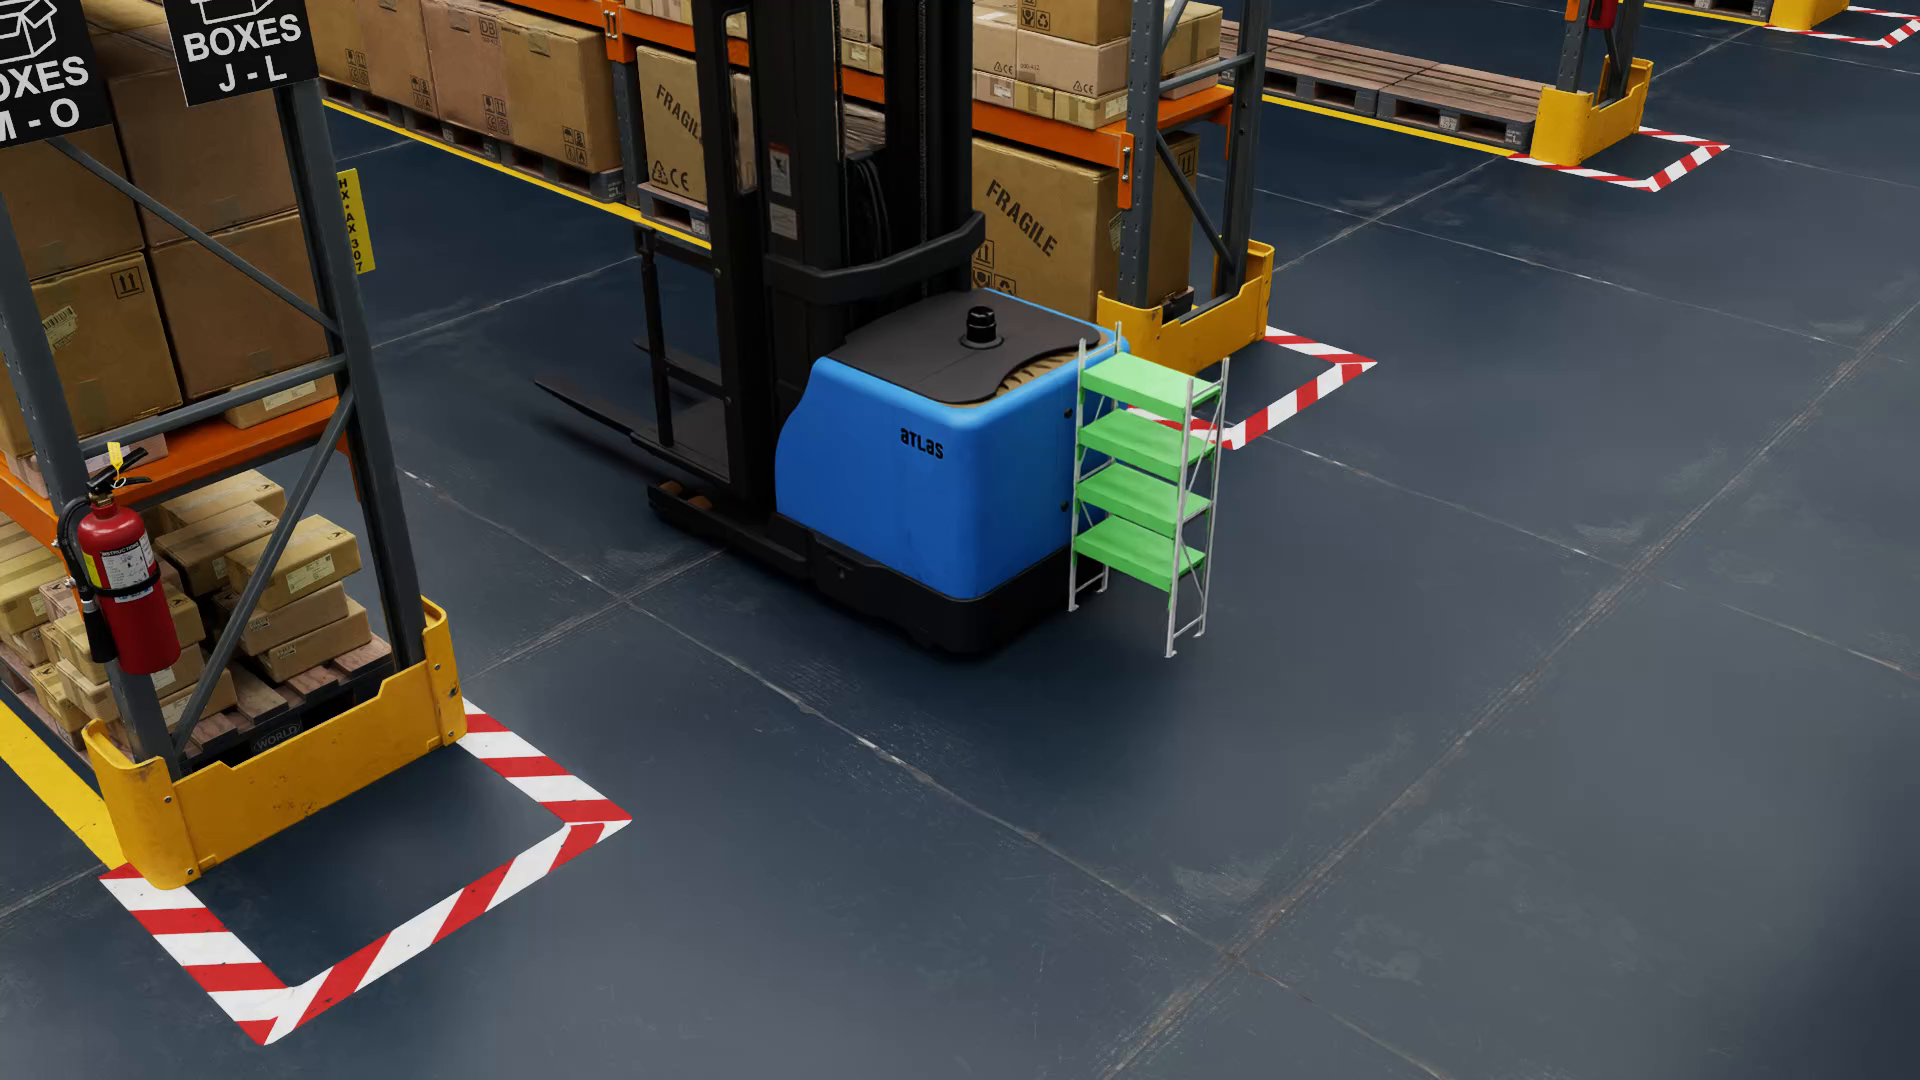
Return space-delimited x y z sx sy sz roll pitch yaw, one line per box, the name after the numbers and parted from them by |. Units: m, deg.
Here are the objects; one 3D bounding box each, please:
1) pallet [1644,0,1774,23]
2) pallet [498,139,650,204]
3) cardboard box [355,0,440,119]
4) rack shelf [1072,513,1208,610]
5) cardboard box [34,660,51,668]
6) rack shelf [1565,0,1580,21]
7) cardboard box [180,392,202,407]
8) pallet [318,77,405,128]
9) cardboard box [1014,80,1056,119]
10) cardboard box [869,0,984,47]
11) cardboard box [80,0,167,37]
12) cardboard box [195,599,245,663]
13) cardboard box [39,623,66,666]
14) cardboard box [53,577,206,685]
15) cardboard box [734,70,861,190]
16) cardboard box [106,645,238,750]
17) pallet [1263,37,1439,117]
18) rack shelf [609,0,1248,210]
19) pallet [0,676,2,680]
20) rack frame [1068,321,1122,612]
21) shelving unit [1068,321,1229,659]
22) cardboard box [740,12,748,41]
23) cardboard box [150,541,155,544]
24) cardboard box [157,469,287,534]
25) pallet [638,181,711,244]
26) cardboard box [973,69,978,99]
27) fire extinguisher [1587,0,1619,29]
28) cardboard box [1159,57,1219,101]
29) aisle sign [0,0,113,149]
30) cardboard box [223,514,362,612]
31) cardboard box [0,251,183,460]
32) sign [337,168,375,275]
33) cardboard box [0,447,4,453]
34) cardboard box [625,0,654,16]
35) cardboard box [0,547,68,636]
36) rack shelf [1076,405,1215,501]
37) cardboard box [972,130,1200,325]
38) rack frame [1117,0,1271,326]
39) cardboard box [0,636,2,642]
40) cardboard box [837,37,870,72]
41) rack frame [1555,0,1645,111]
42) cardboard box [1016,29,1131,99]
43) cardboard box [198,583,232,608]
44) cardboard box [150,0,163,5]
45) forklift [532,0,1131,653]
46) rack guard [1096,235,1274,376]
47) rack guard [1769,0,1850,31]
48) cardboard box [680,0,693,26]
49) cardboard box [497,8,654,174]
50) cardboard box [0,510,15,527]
7.166 -5.152 15.603 1.213 0.211 1.003 25 39 35 | pallet
-2.424 -2.686 11.507 1.213 0.211 1.003 25 39 35 | pallet
-3.614 -3.738 12.204 0.875 0.875 1.225 25 39 35 | cardboard box
0.708 0.077 6.549 0.480 0.148 0.258 25 39 35 | rack shelf
-3.166 0.368 6.087 0.250 0.149 0.380 25 39 35 | cardboard box
3.005 -4.536 12.574 4.000 0.370 1.077 25 39 35 | rack shelf
-2.476 -0.598 5.579 0.250 0.149 0.380 27 40 37 | cardboard box
-4.233 -3.530 12.909 1.213 0.211 1.003 25 39 35 | pallet
0.485 -2.237 8.301 0.250 0.149 0.380 25 39 36 | cardboard box
-0.126 -2.739 8.749 0.500 0.250 0.500 24 38 34 | cardboard box
-2.772 -1.424 5.352 0.500 0.500 0.500 26 40 36 | cardboard box
-2.662 0.282 6.230 0.250 0.149 0.380 25 39 35 | cardboard box
-2.980 0.333 5.857 0.250 0.149 0.380 24 38 34 | cardboard box
-2.802 0.304 5.617 0.250 0.149 0.380 26 39 36 | cardboard box
-0.699 -2.341 9.884 0.875 0.875 0.875 25 39 35 | cardboard box
-2.769 0.543 5.797 0.250 0.149 0.380 26 40 36 | cardboard box
3.002 -3.680 13.158 1.213 0.211 1.003 25 39 35 | pallet
-0.319 -2.642 9.428 4.000 0.370 1.077 25 39 35 | rack shelf
-3.774 0.055 6.953 1.213 0.211 1.003 25 39 35 | pallet
0.527 -0.268 6.532 0.015 1.200 0.240 25 39 35 | rack frame
0.708 -0.184 6.392 0.503 1.200 0.258 25 39 35 | shelving unit
-1.029 -2.944 9.476 0.250 0.149 0.380 24 39 34 | cardboard box
-2.979 -0.059 6.508 0.250 0.149 0.380 26 40 36 | cardboard box
-2.785 -0.106 6.299 0.250 0.149 0.380 25 39 35 | cardboard box
-1.290 -2.154 10.624 1.213 0.211 1.003 25 39 35 | pallet
0.115 -2.411 8.591 0.250 0.149 0.380 26 40 36 | cardboard box
4.295 -3.733 10.979 0.183 0.674 0.296 25 39 35 | fire extinguisher
1.122 -2.399 8.571 0.250 0.149 0.380 26 39 36 | cardboard box
-2.386 -1.370 4.097 0.004 0.787 0.394 25 39 35 | aisle sign
-2.400 0.079 5.990 0.250 0.149 0.380 23 38 33 | cardboard box
-2.745 -0.624 4.992 0.500 0.500 0.500 26 40 36 | cardboard box
-1.875 -0.975 5.121 0.005 0.325 0.100 25 39 35 | sign
-2.830 -0.394 5.239 0.250 0.149 0.380 25 39 35 | cardboard box
-1.805 -3.305 10.075 0.250 0.149 0.380 25 39 35 | cardboard box
-3.227 0.154 5.866 0.250 0.149 0.380 24 39 34 | cardboard box
0.708 -0.335 6.301 0.480 0.148 0.258 25 39 35 | rack shelf
0.636 -1.718 8.849 0.875 0.875 0.875 25 39 35 | cardboard box
1.164 -2.258 8.092 0.127 3.000 1.000 25 39 35 | rack frame
-3.589 0.224 6.327 0.250 0.149 0.380 23 38 33 | cardboard box
-0.454 -2.677 9.031 0.250 0.149 0.380 26 40 36 | cardboard box
4.488 -4.152 11.238 0.127 3.000 1.000 25 39 35 | rack frame
0.627 -2.387 8.164 0.500 0.250 0.500 24 39 34 | cardboard box
-2.620 0.122 6.207 0.250 0.149 0.380 25 39 35 | cardboard box
-6.951 -5.135 14.869 0.500 0.500 0.700 25 39 35 | cardboard box
-0.747 -1.459 6.833 3.031 2.935 1.130 25 39 35 | forklift
1.182 -1.179 8.723 0.348 0.500 1.175 25 39 35 | rack guard
7.758 -5.000 15.071 0.348 0.500 1.175 25 39 35 | rack guard
-1.415 -3.123 9.773 0.250 0.149 0.380 27 40 37 | cardboard box
-2.289 -3.126 11.187 0.875 0.875 1.225 25 39 35 | cardboard box
-3.613 -0.031 6.174 0.250 0.149 0.380 27 40 37 | cardboard box
